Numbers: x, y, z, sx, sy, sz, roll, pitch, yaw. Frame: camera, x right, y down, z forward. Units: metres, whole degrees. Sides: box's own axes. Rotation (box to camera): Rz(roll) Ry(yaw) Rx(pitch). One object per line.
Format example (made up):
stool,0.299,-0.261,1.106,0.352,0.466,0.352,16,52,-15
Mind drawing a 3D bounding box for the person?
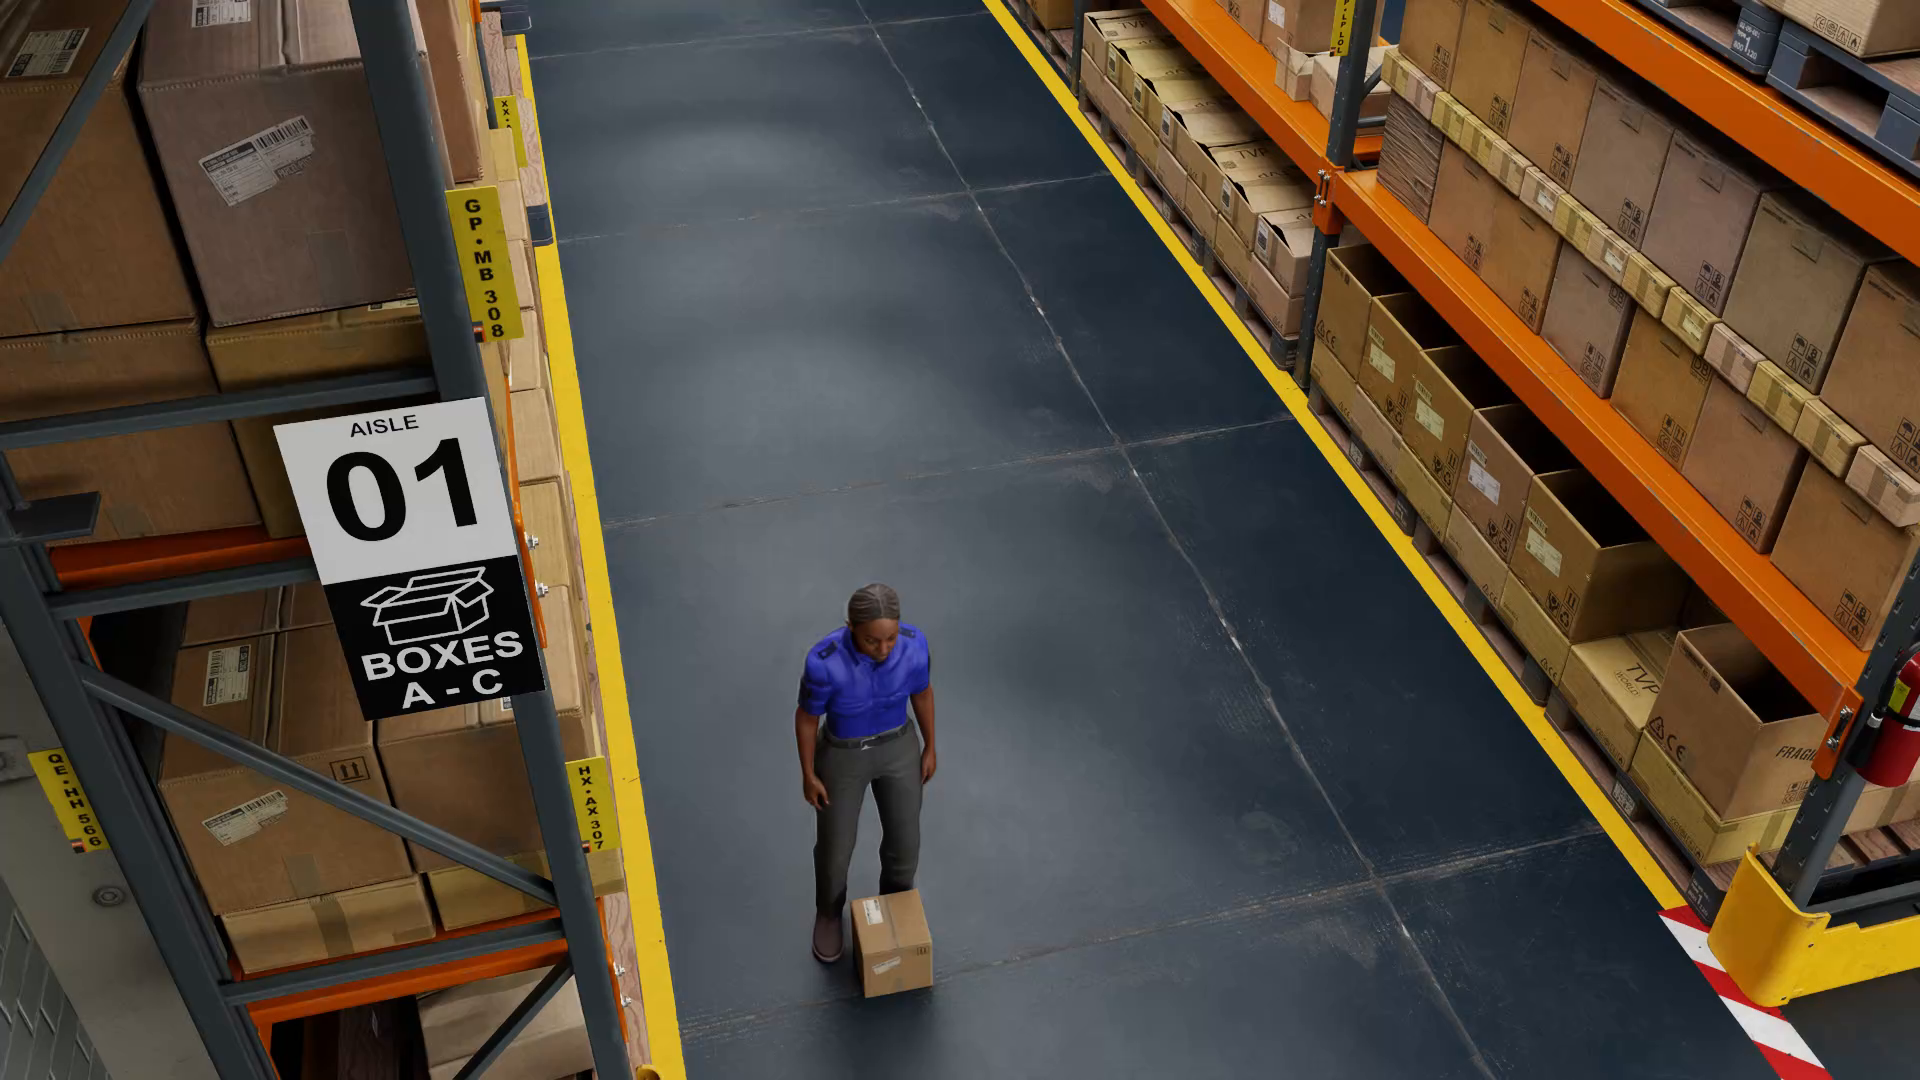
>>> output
person,-0.314,0.784,5.729,0.518,1.653,0.402,-11,40,-14
